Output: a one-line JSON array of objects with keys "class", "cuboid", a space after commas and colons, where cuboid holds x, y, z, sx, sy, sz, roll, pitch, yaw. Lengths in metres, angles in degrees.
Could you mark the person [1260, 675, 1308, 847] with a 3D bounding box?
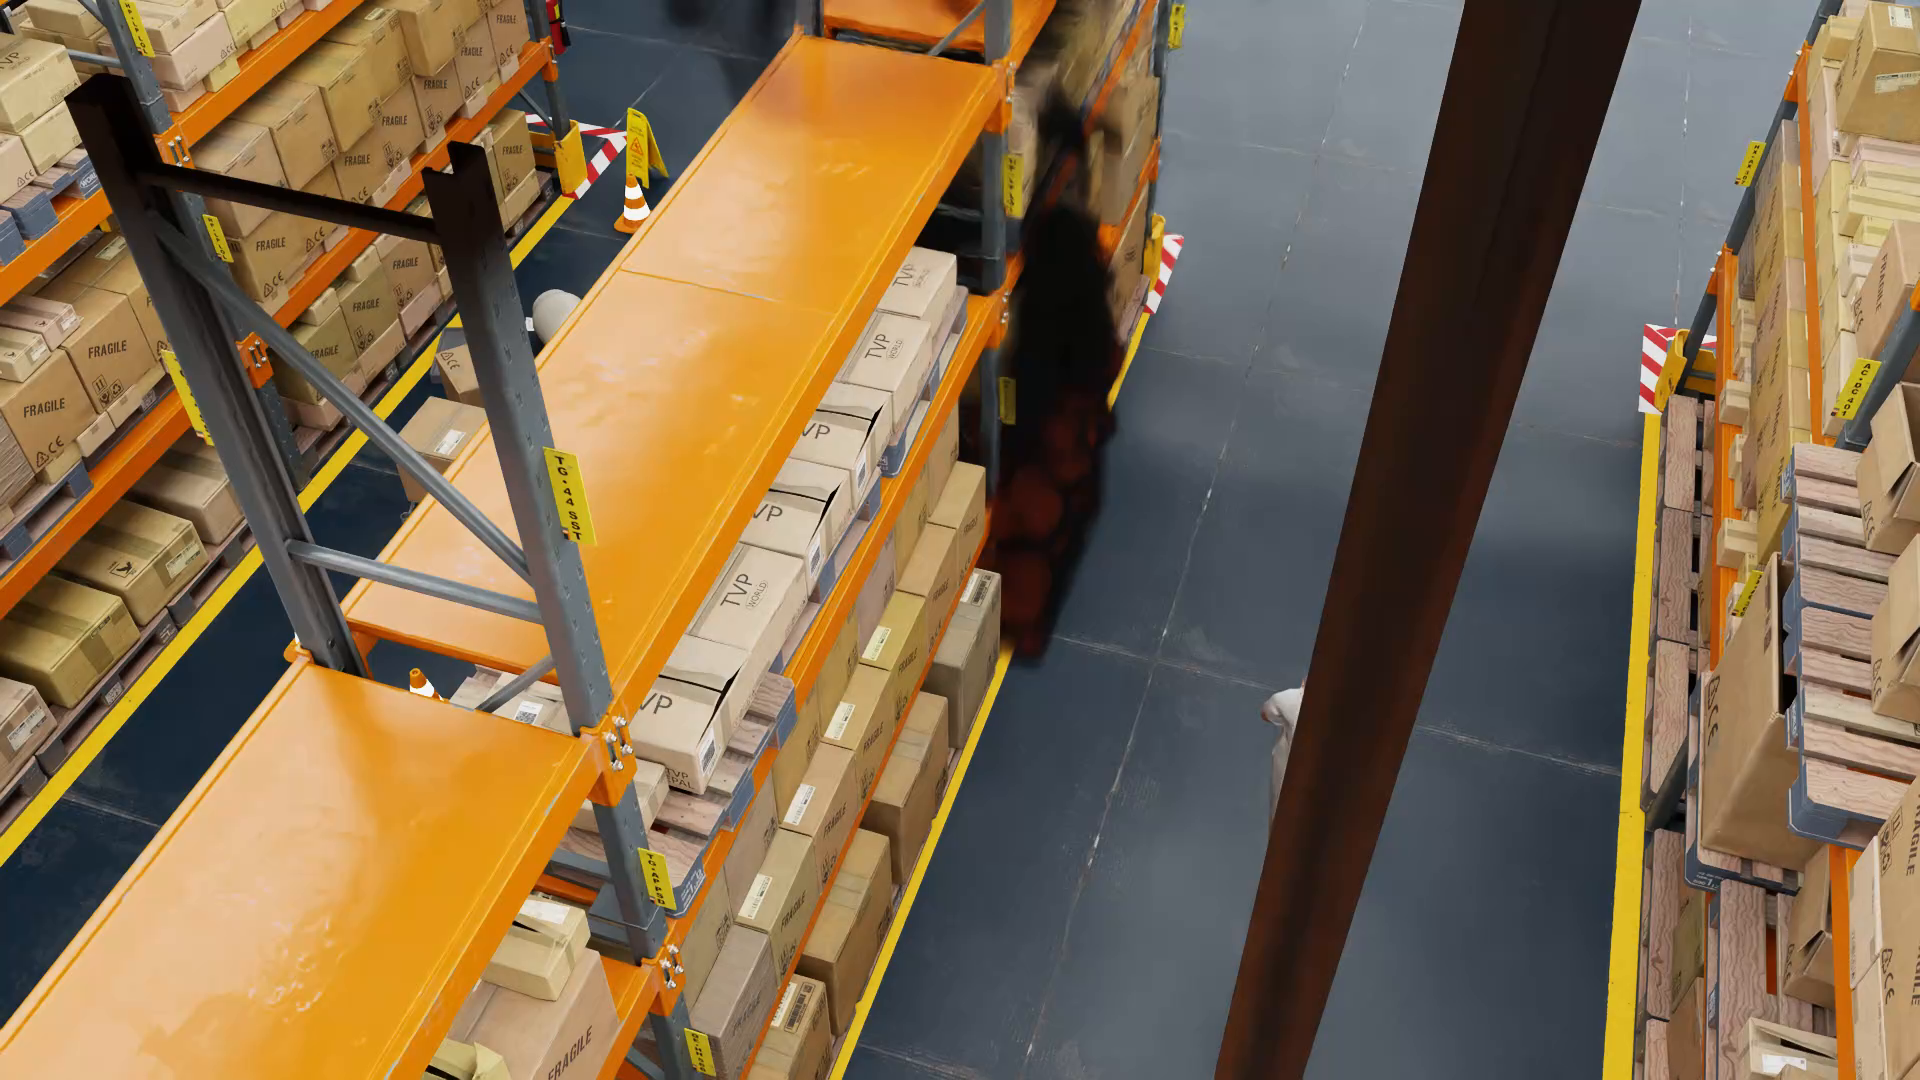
[{"class": "person", "cuboid": [1.754, 1.156, 8.417, 0.543, 1.730, 0.788, 6, 46, 6]}]
